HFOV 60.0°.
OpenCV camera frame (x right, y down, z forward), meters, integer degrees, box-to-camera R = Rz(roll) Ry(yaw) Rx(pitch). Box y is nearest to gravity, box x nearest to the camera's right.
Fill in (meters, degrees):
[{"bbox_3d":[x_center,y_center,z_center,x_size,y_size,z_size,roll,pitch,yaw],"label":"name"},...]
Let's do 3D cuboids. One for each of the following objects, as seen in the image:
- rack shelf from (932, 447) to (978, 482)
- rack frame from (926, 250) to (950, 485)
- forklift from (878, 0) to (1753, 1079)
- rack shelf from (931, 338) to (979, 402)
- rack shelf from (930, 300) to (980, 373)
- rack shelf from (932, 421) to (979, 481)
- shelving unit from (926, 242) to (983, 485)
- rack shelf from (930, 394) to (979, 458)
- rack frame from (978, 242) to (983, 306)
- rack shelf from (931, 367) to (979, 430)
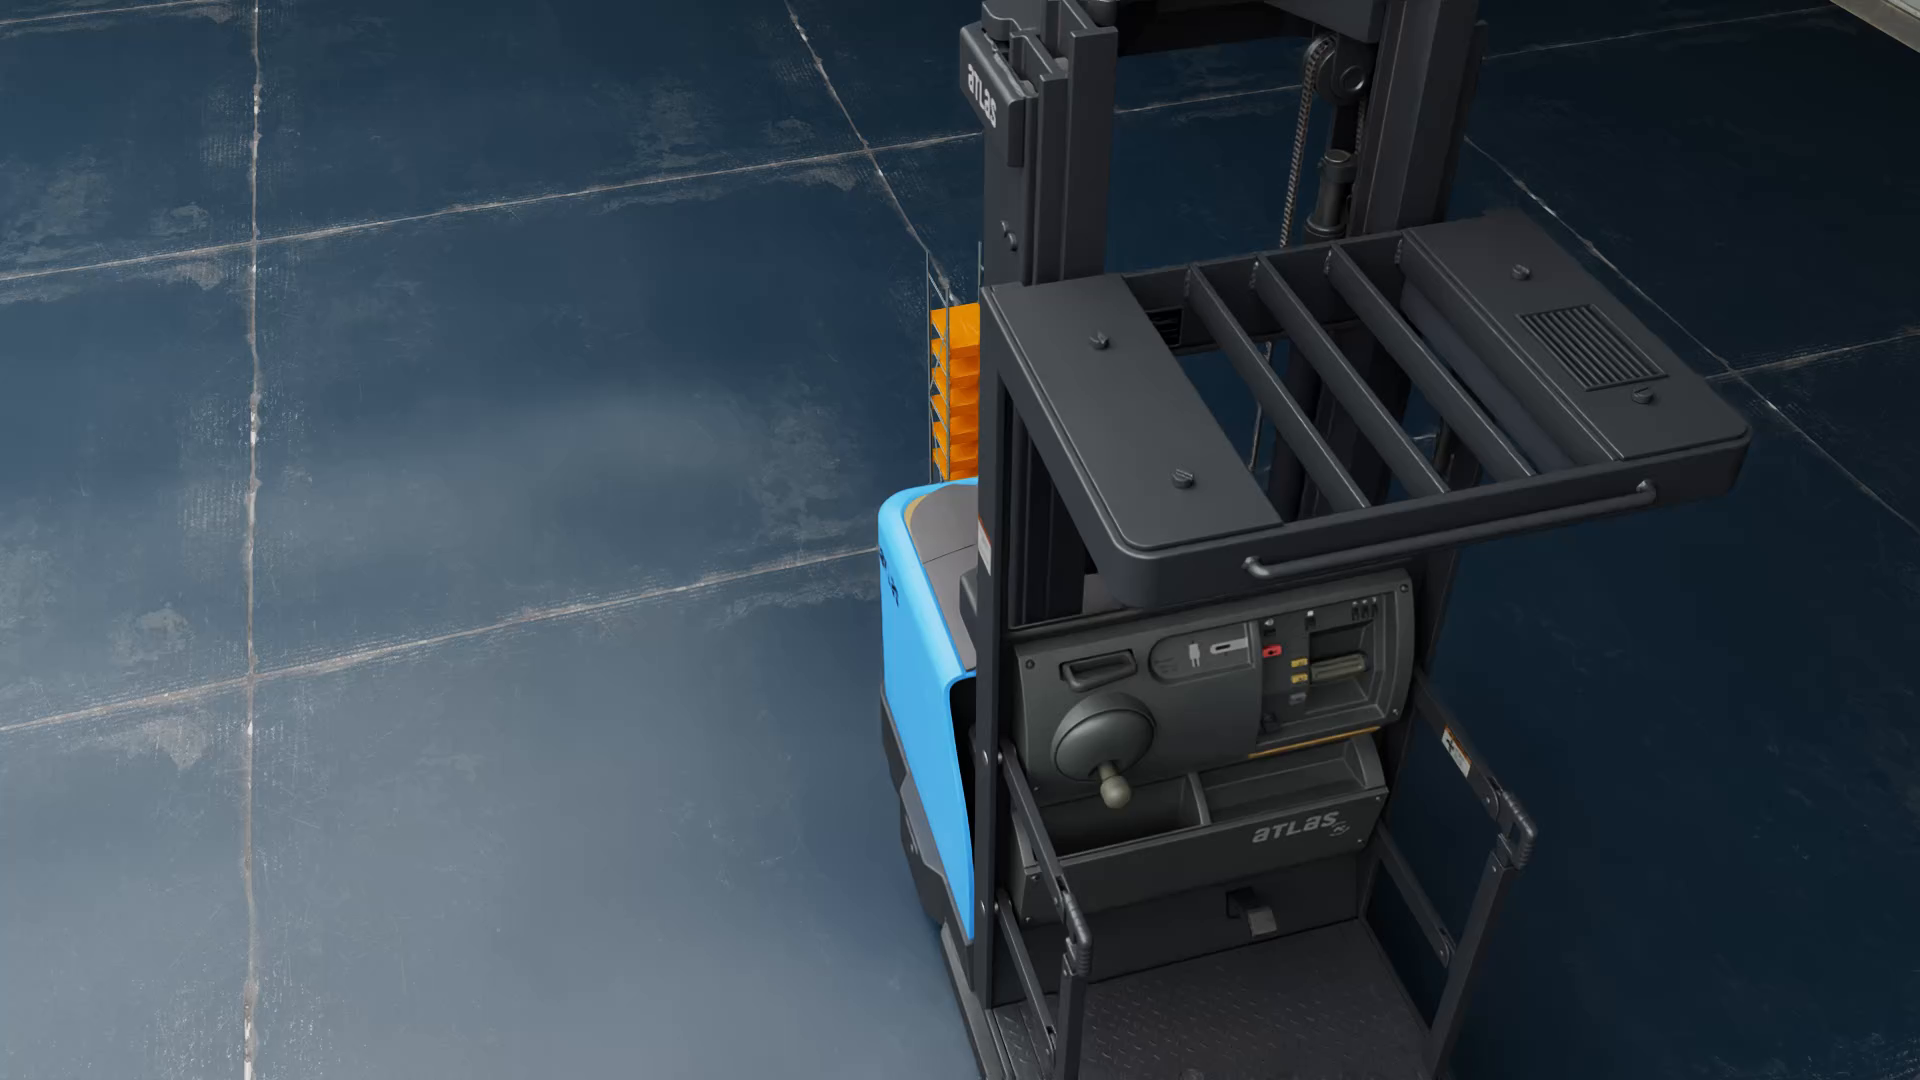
[{"bbox_3d":[0.014,-0.241,6.046,0.180,0.103,0.258,-12,42,-13],"label":"rack shelf"},{"bbox_3d":[-0.073,-0.437,5.838,0.006,1.200,0.240,-12,42,-13],"label":"rack frame"},{"bbox_3d":[0.640,0.416,3.546,1.130,2.935,3.031,-11,42,-12],"label":"forklift"},{"bbox_3d":[0.014,-0.602,5.730,0.180,0.103,0.258,-12,42,-13],"label":"rack shelf"},{"bbox_3d":[0.014,-0.692,5.651,0.180,0.103,0.258,-12,42,-13],"label":"rack shelf"},{"bbox_3d":[0.014,-0.331,5.967,0.180,0.103,0.258,-12,42,-13],"label":"rack shelf"},{"bbox_3d":[0.014,-0.455,5.859,0.189,1.200,0.258,-12,42,-13],"label":"shelving unit"},{"bbox_3d":[0.014,-0.421,5.888,0.180,0.103,0.258,-12,42,-13],"label":"rack shelf"},{"bbox_3d":[0.101,-0.473,5.879,0.006,1.200,0.240,-12,42,-13],"label":"rack frame"},{"bbox_3d":[0.014,-0.512,5.809,0.180,0.103,0.258,-12,42,-13],"label":"rack shelf"}]
